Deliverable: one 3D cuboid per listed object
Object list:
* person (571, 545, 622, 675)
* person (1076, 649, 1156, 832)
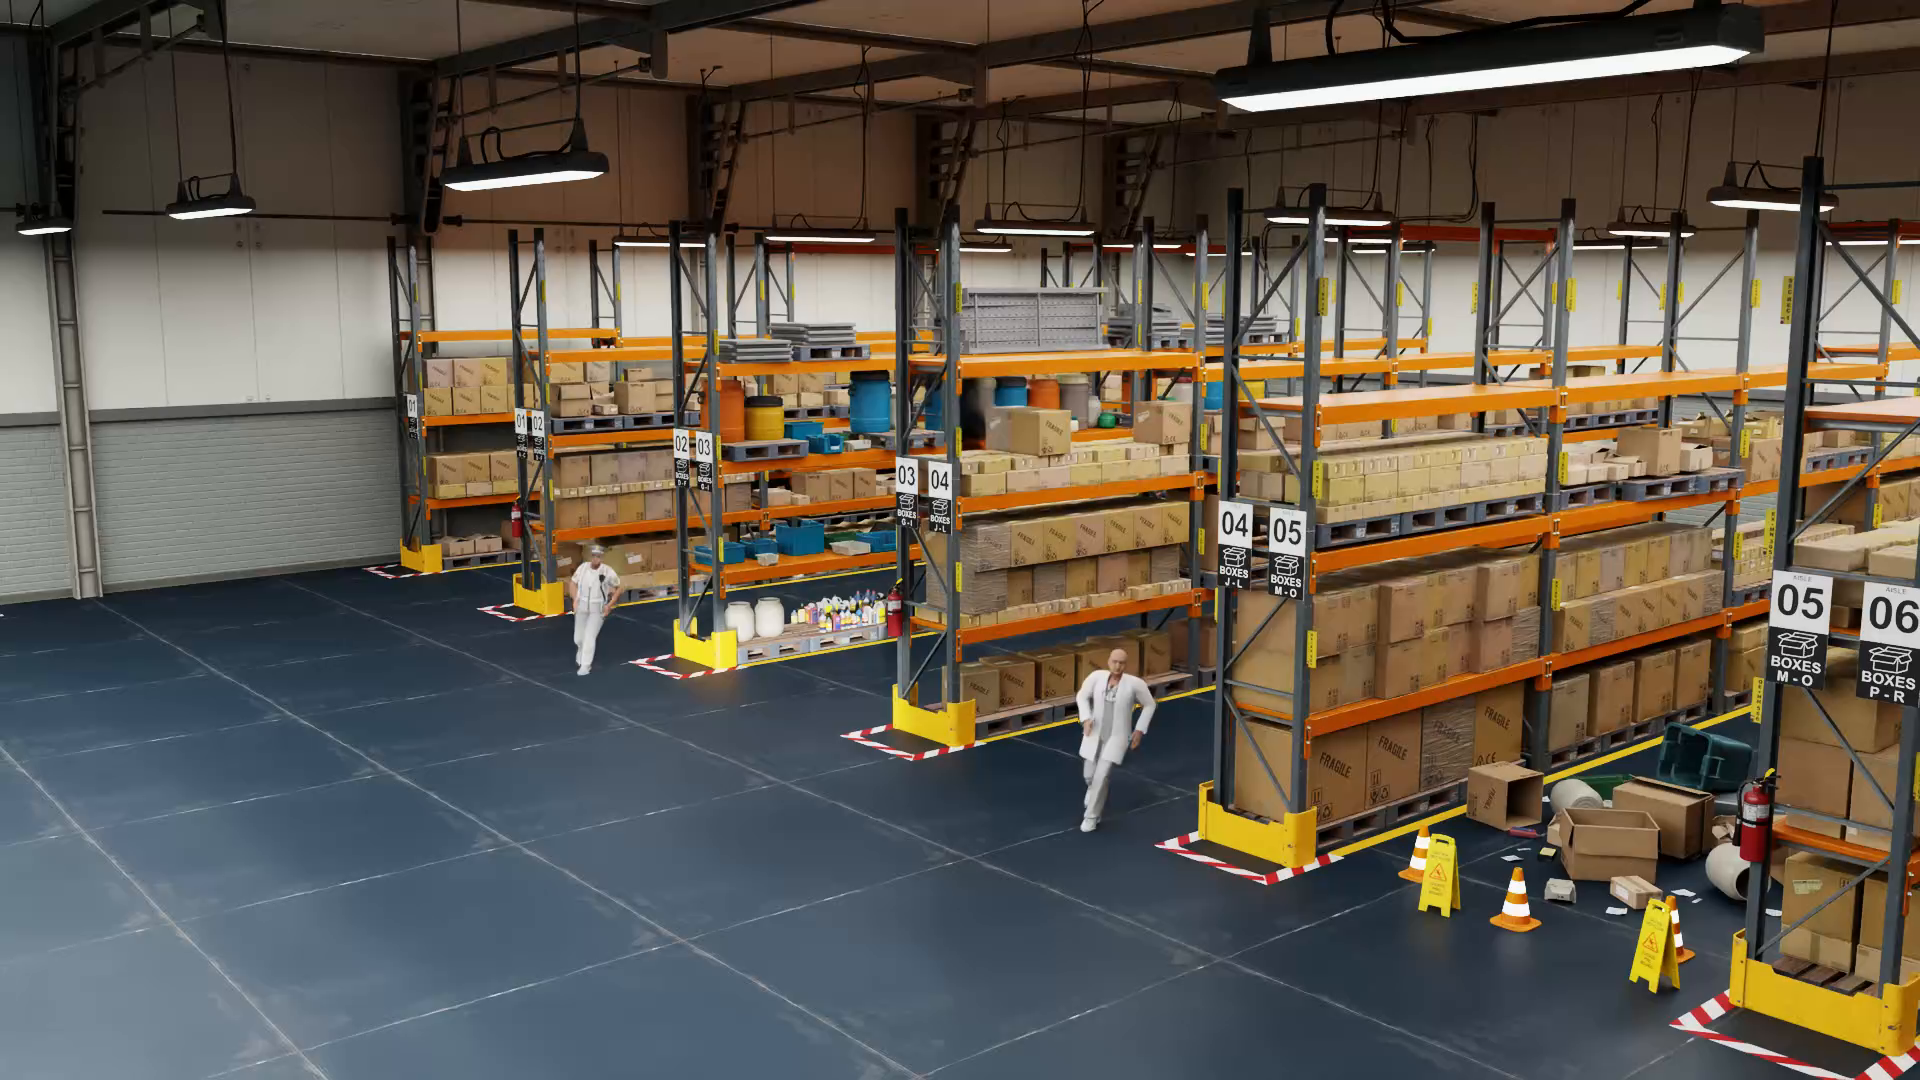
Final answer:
[{"bbox_3d":[-4.885,0.907,22.341,0.708,1.747,0.655,0,9,1],"label":"person"},{"bbox_3d":[1.495,1.884,15.997,0.768,1.752,0.800,3,9,17],"label":"person"}]
